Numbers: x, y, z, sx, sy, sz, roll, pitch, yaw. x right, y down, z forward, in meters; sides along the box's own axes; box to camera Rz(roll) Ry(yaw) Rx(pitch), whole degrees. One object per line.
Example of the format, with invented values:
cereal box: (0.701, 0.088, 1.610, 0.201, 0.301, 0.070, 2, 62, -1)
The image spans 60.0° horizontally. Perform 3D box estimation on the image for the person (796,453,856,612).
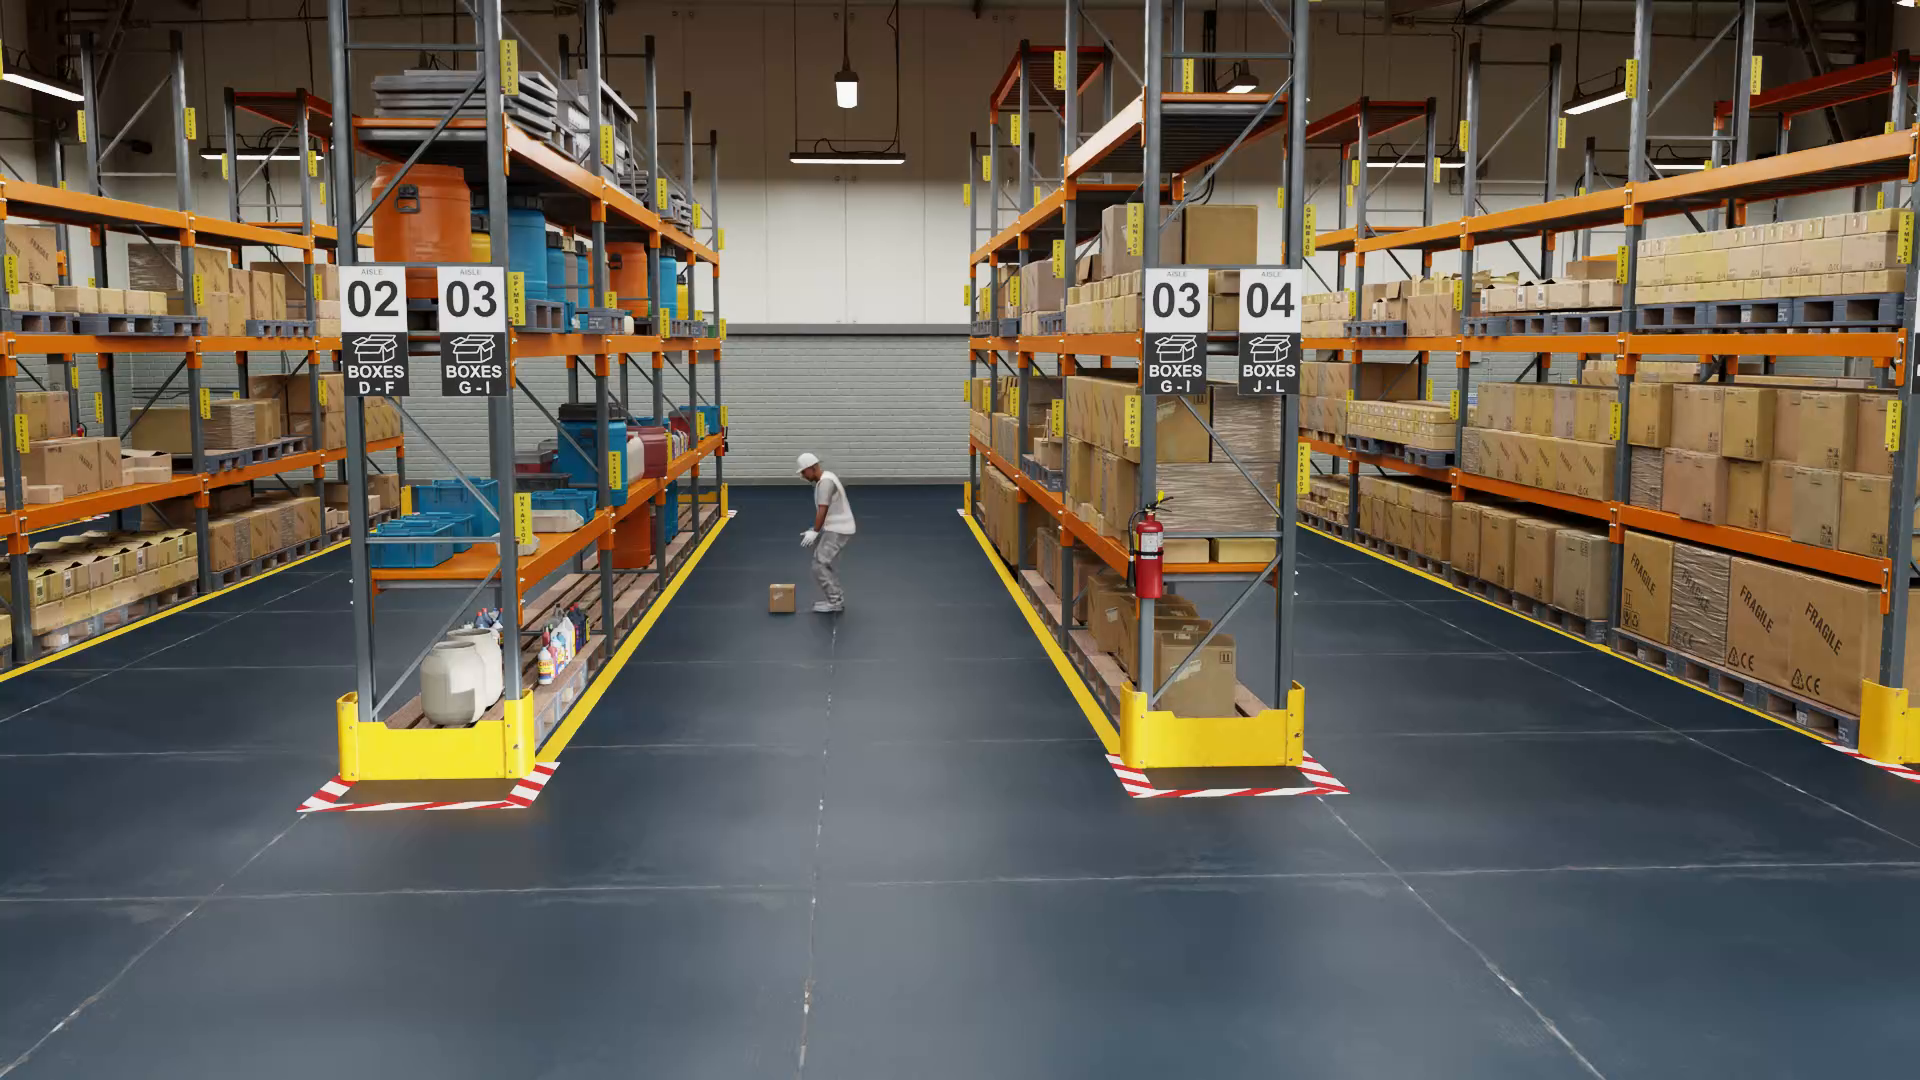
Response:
person: (-1.373, -0.082, 17.032, 0.606, 1.624, 0.598, 0, 7, -3)
